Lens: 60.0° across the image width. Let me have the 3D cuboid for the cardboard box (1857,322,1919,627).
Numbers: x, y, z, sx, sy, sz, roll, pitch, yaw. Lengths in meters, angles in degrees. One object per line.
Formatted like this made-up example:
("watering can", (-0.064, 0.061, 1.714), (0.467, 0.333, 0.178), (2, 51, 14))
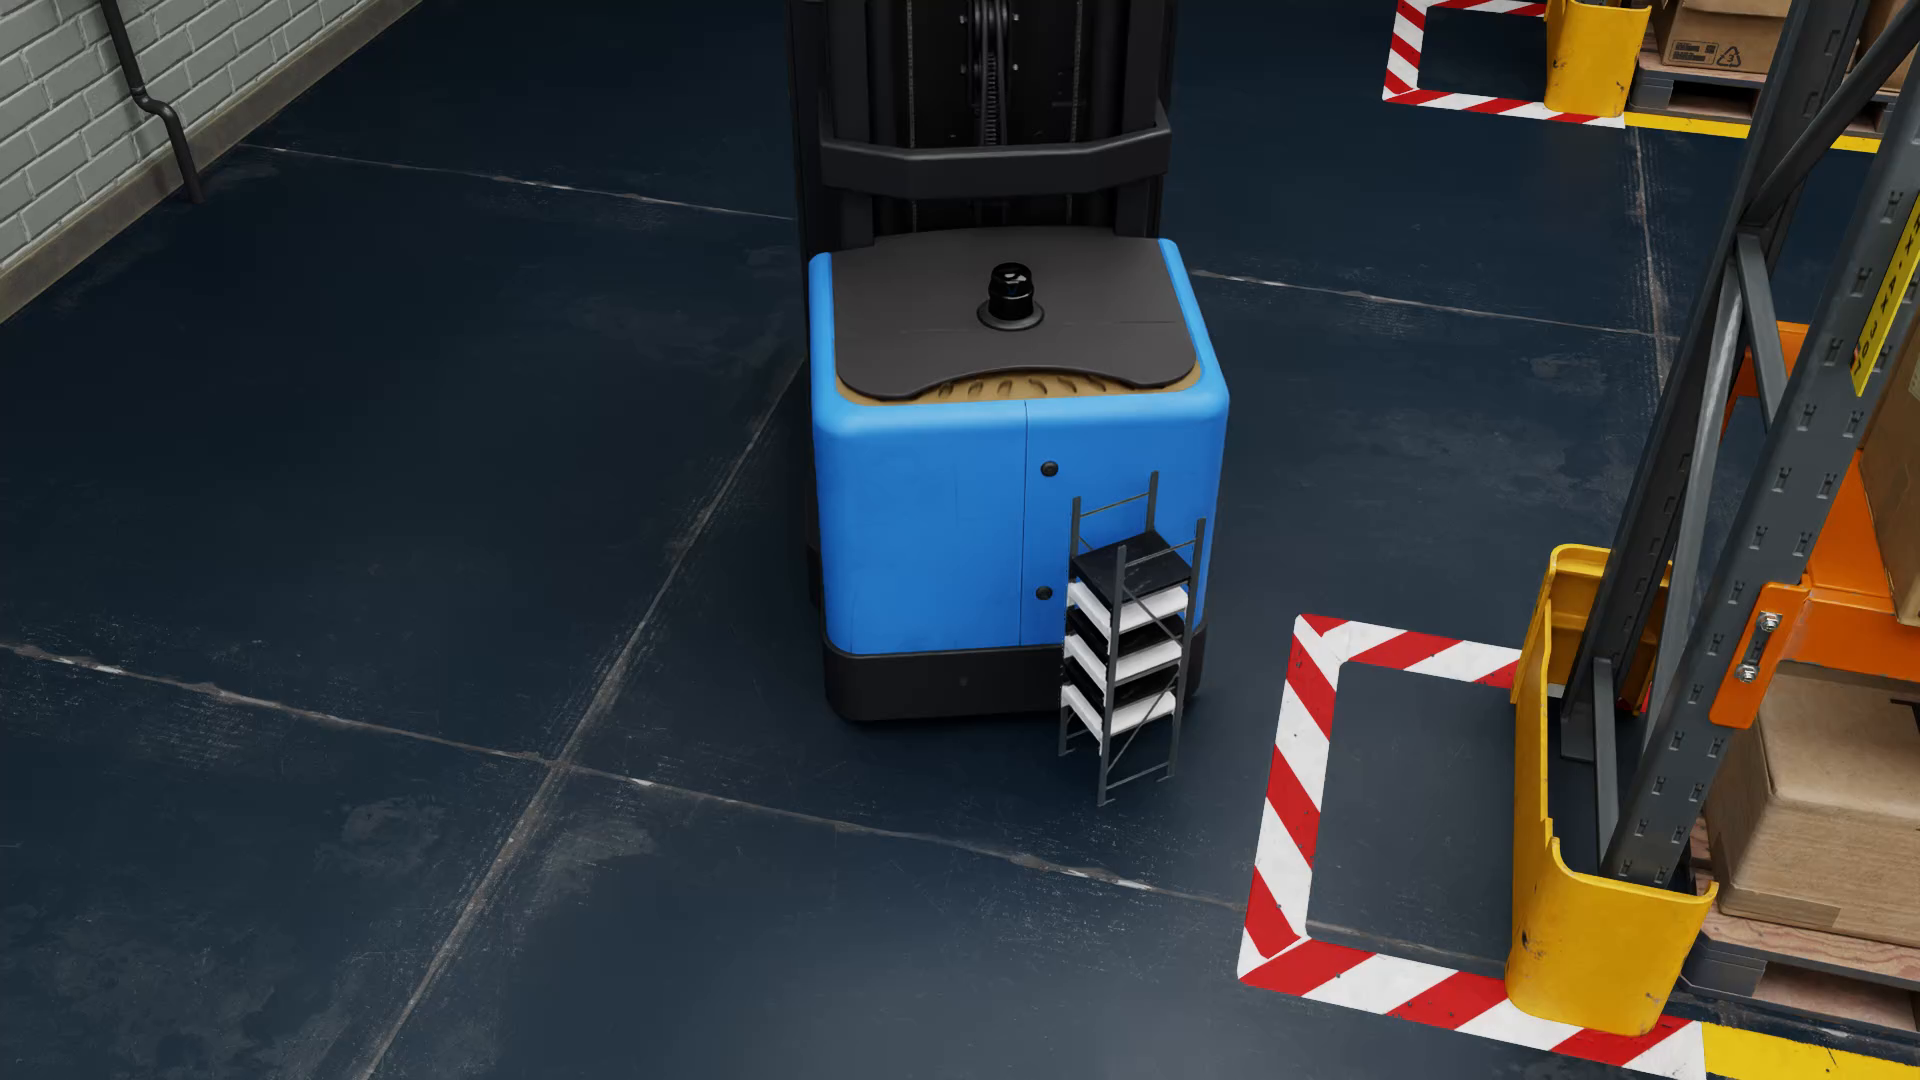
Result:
("cardboard box", (2.017, -0.149, 3.018), (0.500, 0.500, 0.500), (9, 41, 11))

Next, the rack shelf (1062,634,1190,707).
("rack shelf", (0.423, 0.295, 4.244), (0.258, 0.077, 0.200), (-19, 44, -21))

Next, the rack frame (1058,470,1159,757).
("rack frame", (0.376, 0.211, 4.292), (0.240, 0.900, 0.006), (-19, 44, -21))

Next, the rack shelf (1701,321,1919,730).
("rack shelf", (3.560, 0.239, 3.193), (4.000, 0.370, 1.077), (10, 41, 11))

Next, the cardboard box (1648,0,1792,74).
("cardboard box", (3.473, -2.498, 7.506), (0.637, 0.503, 0.797), (8, 41, 10))

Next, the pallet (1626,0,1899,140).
("pallet", (3.751, -2.241, 7.754), (1.213, 0.211, 1.003), (10, 41, 11))

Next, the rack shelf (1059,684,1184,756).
("rack shelf", (0.423, 0.432, 4.360), (0.258, 0.077, 0.200), (-19, 44, -21))

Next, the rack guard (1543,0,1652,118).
("rack guard", (2.980, -2.484, 7.819), (0.348, 0.500, 1.175), (10, 41, 11))

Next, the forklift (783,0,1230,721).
("forklift", (0.038, -1.564, 4.833), (1.130, 2.935, 3.031), (-3, 40, -4))

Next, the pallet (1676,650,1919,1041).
("pallet", (2.420, 0.783, 4.154), (1.213, 0.211, 1.003), (10, 41, 11))

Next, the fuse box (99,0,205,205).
("fuse box", (-3.142, -2.079, 6.395), (0.414, 1.711, 0.539), (10, 41, 11))

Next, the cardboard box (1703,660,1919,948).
("cardboard box", (2.291, 0.499, 3.989), (0.875, 0.438, 0.875), (8, 41, 10))

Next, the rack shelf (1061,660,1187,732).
("rack shelf", (0.423, 0.363, 4.302), (0.258, 0.077, 0.200), (-19, 44, -21))

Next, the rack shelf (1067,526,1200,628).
("rack shelf", (0.423, 0.088, 4.070), (0.258, 0.077, 0.200), (-19, 44, -21))

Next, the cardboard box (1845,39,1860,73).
("cardboard box", (3.874, -2.267, 7.507), (0.250, 0.149, 0.380), (8, 41, 10))

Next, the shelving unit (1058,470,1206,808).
("shelving unit", (0.423, 0.269, 4.223), (0.258, 0.900, 0.210), (-19, 44, -21))

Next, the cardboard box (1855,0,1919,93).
("cardboard box", (4.289, -2.330, 7.309), (0.500, 0.500, 0.700), (11, 41, 13))

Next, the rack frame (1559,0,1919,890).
("rack frame", (1.628, -0.369, 3.357), (0.127, 3.000, 1.000), (10, 41, 11))

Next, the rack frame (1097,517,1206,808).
("rack frame", (0.470, 0.327, 4.154), (0.240, 0.900, 0.006), (-19, 44, -21))

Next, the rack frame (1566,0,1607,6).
("rack frame", (2.907, -3.453, 7.030), (0.127, 3.000, 1.000), (10, 41, 11))

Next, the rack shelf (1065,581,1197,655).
("rack shelf", (0.423, 0.157, 4.128), (0.258, 0.077, 0.200), (-19, 44, -21))

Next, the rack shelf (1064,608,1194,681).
("rack shelf", (0.423, 0.226, 4.186), (0.258, 0.077, 0.200), (-19, 44, -21))

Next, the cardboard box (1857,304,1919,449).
("cardboard box", (2.162, -0.492, 3.425), (0.500, 0.500, 0.500), (10, 41, 12))

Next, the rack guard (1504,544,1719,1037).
("rack guard", (1.604, 0.584, 4.166), (0.348, 0.500, 1.175), (10, 41, 11))

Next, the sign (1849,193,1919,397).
("sign", (1.478, -0.387, 2.644), (0.005, 0.325, 0.100), (10, 41, 11))
